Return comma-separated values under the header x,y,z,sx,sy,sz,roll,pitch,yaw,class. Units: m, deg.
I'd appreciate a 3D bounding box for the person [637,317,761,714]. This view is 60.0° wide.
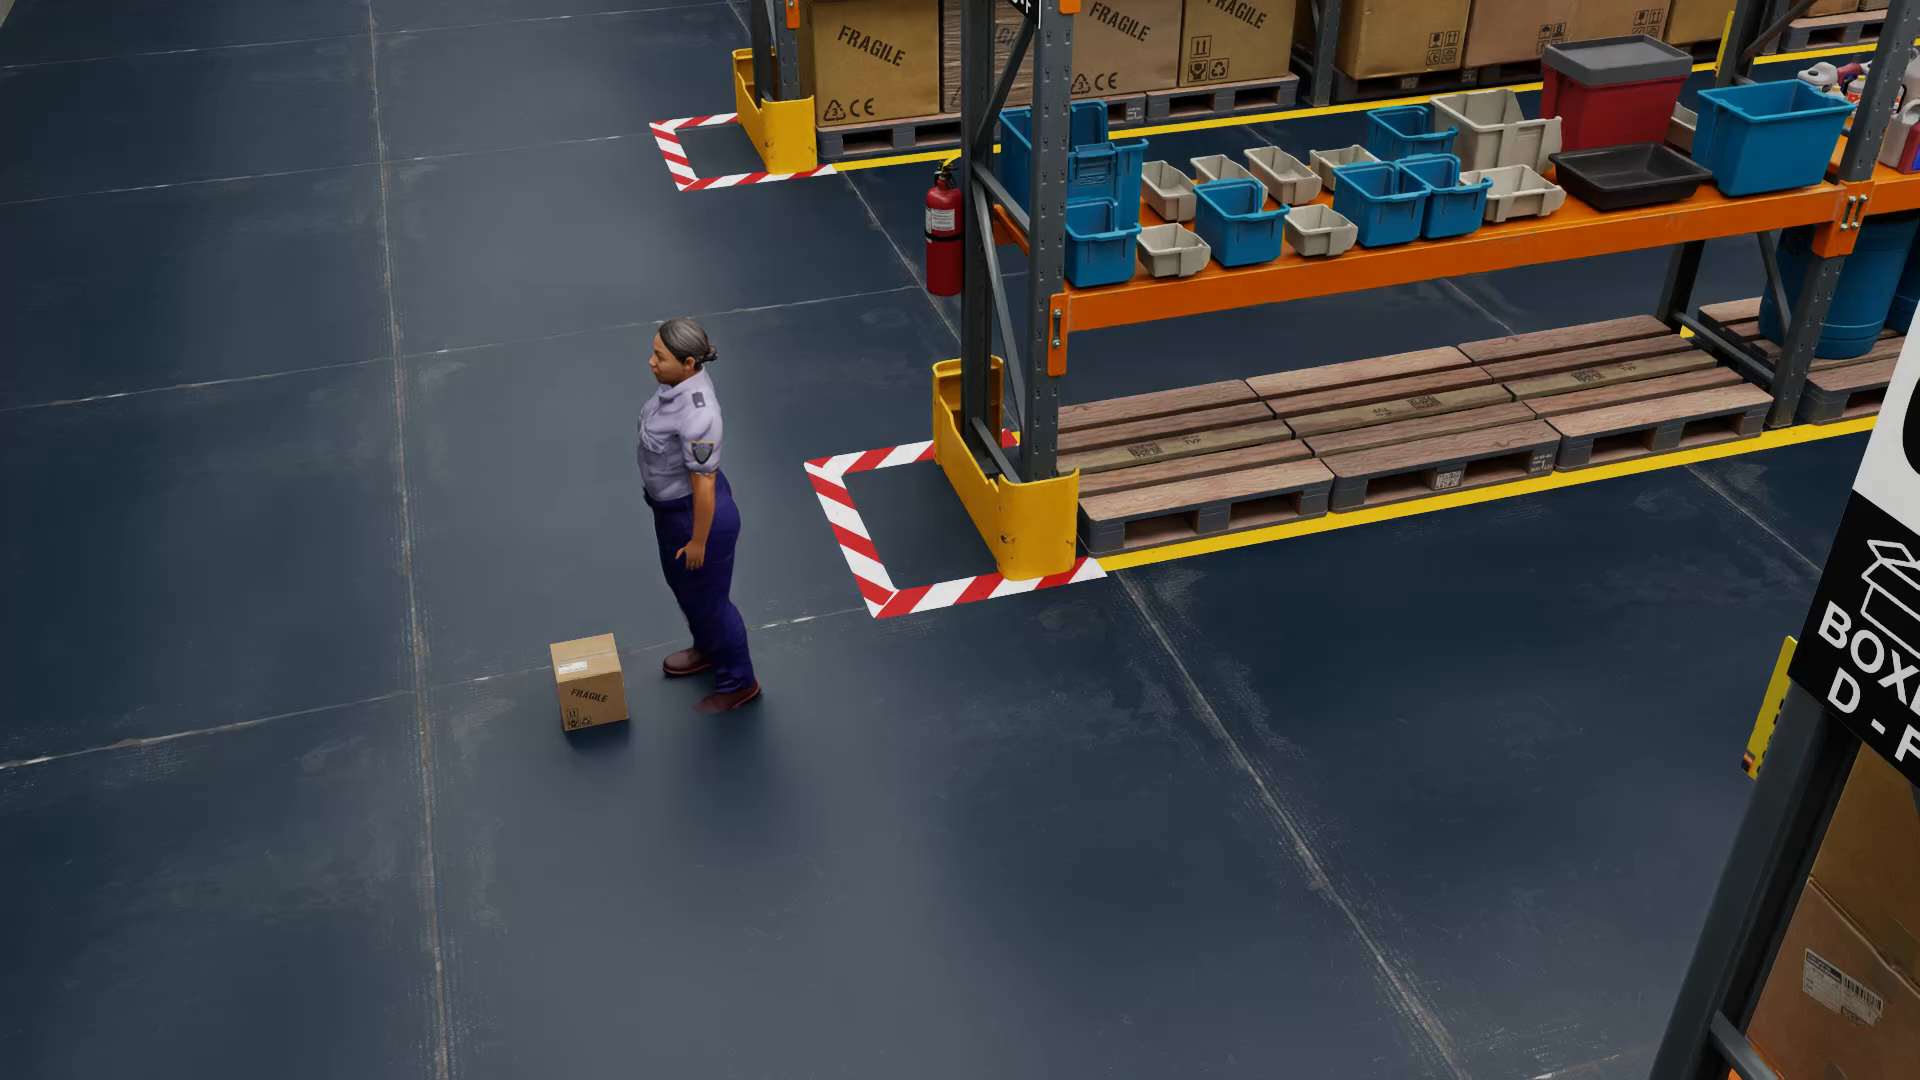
x,y,z,sx,sy,sz,roll,pitch,yaw,class
-1.013,-0.075,6.304,0.348,1.682,0.467,-9,35,-13,person
